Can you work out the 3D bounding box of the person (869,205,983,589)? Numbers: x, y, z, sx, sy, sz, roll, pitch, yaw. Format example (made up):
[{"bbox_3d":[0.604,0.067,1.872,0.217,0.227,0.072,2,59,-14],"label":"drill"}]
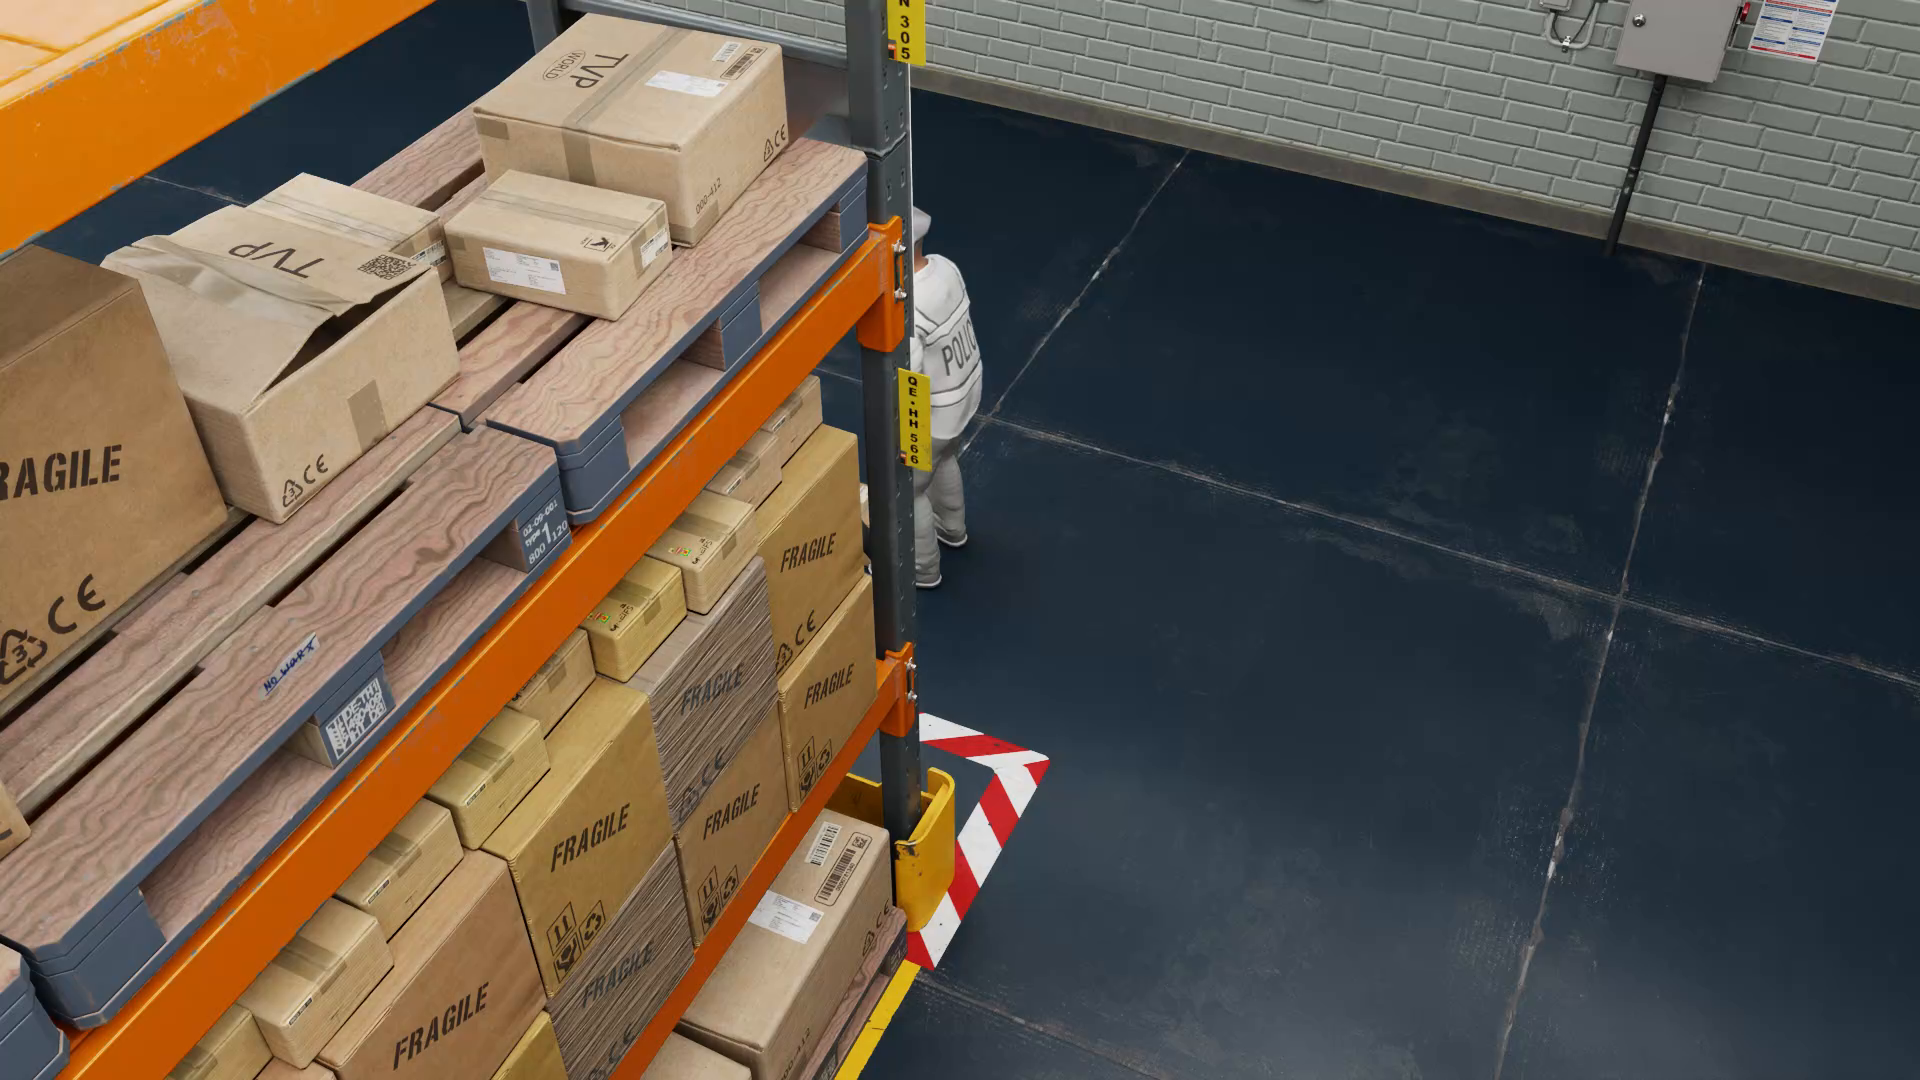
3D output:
[{"bbox_3d":[-0.147,-0.551,6.772,0.435,1.748,0.590,17,44,18],"label":"person"}]
